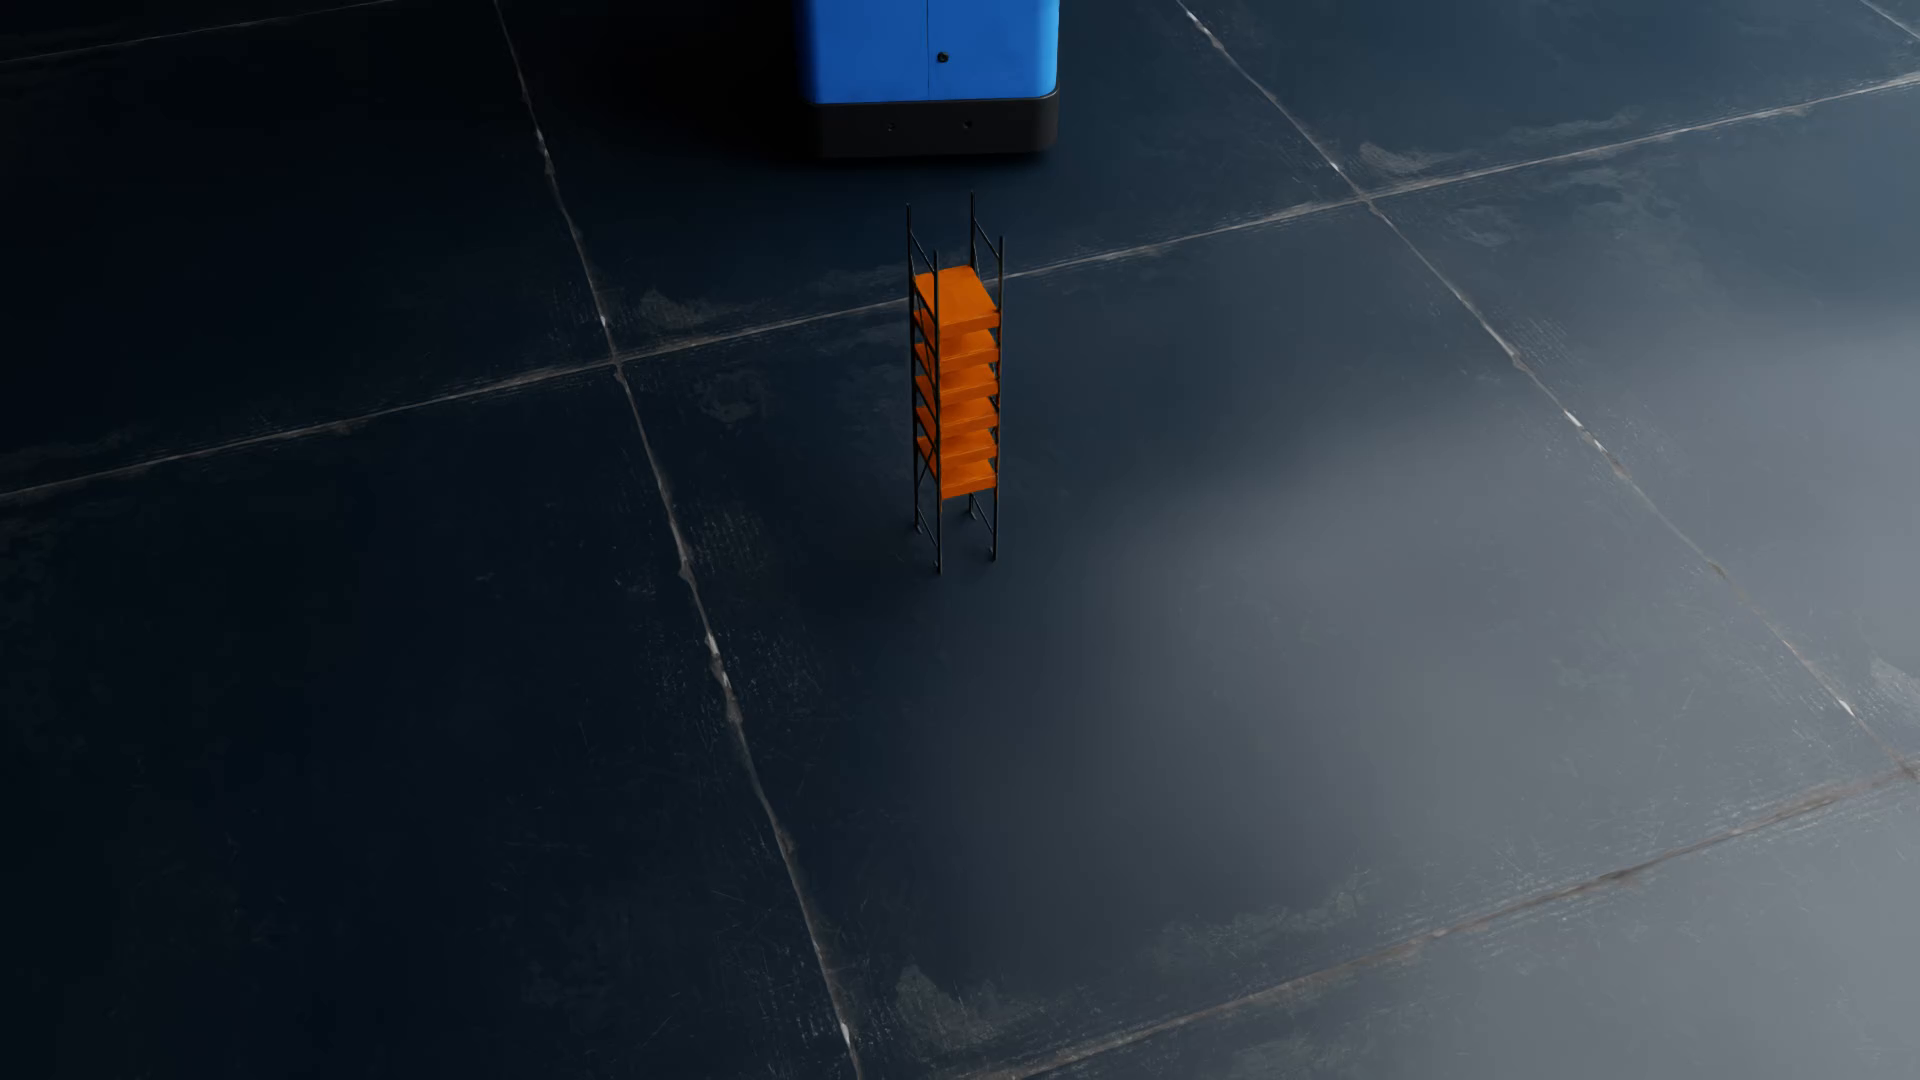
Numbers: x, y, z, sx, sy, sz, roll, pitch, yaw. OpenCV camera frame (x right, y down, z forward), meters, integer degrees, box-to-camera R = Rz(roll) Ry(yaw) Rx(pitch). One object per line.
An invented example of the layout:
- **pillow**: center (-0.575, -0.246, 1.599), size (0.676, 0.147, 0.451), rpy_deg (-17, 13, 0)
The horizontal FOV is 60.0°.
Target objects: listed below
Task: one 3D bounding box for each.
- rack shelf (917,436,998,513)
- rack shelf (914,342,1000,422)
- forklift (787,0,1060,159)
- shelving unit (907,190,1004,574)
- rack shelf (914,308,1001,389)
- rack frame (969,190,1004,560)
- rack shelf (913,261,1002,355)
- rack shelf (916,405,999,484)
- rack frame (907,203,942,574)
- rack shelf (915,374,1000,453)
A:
- **rack shelf**: center (-0.014, -0.219, 5.023), size (0.180, 0.103, 0.258), rpy_deg (-14, 47, -14)
- **rack shelf**: center (-0.014, -0.473, 4.768), size (0.180, 0.103, 0.258), rpy_deg (-14, 47, -14)
- **forklift**: center (-0.209, -3.602, 6.770), size (1.130, 2.935, 3.031), rpy_deg (-2, 45, -2)
- **shelving unit**: center (-0.014, -0.420, 4.822), size (0.189, 1.200, 0.258), rpy_deg (-14, 47, -14)
- **rack shelf**: center (-0.014, -0.558, 4.683), size (0.180, 0.103, 0.258), rpy_deg (-14, 47, -14)
- **rack frame**: center (0.072, -0.442, 4.843), size (0.006, 1.200, 0.240), rpy_deg (-14, 47, -14)
- **rack shelf**: center (-0.014, -0.643, 4.598), size (0.180, 0.103, 0.258), rpy_deg (-14, 47, -14)
- **rack shelf**: center (-0.014, -0.304, 4.938), size (0.180, 0.103, 0.258), rpy_deg (-14, 47, -14)
- **rack frame**: center (-0.100, -0.398, 4.800), size (0.006, 1.200, 0.240), rpy_deg (-14, 47, -14)
- **rack shelf**: center (-0.014, -0.389, 4.853), size (0.180, 0.103, 0.258), rpy_deg (-14, 47, -14)
